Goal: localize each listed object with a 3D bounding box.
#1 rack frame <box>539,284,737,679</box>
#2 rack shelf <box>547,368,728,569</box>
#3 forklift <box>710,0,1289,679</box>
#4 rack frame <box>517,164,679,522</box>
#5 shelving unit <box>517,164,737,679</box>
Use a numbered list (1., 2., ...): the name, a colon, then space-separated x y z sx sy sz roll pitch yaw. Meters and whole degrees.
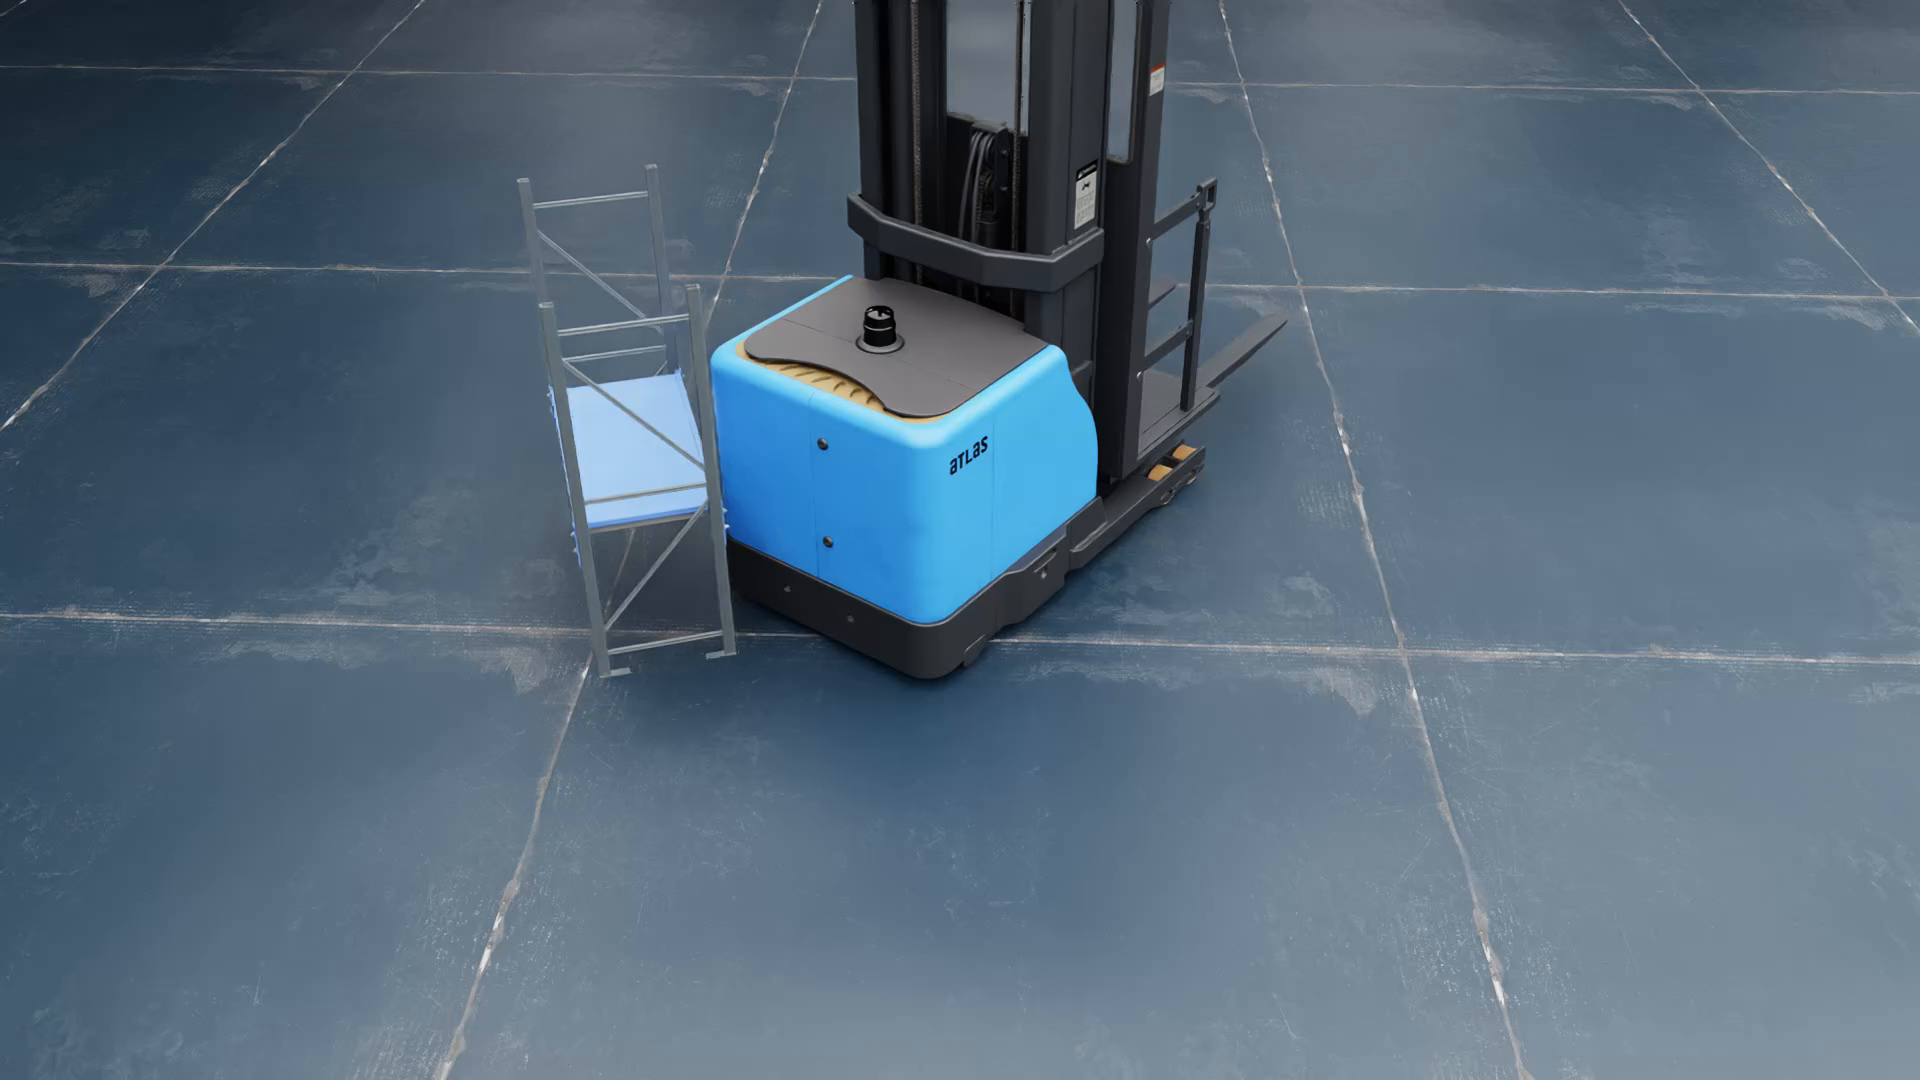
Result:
1. rack frame: -1.070 -0.156 5.668 0.500 1.500 0.032 -9 36 -13
2. rack shelf: -1.211 -0.290 6.171 0.538 0.185 1.000 -9 36 -13
3. forklift: 0.387 -1.498 6.333 1.130 2.935 3.031 23 41 29
4. rack frame: -1.352 -0.718 6.467 0.500 1.500 0.032 -9 36 -13
5. shelving unit: -1.211 -0.437 6.068 0.538 1.500 1.048 -9 36 -13
